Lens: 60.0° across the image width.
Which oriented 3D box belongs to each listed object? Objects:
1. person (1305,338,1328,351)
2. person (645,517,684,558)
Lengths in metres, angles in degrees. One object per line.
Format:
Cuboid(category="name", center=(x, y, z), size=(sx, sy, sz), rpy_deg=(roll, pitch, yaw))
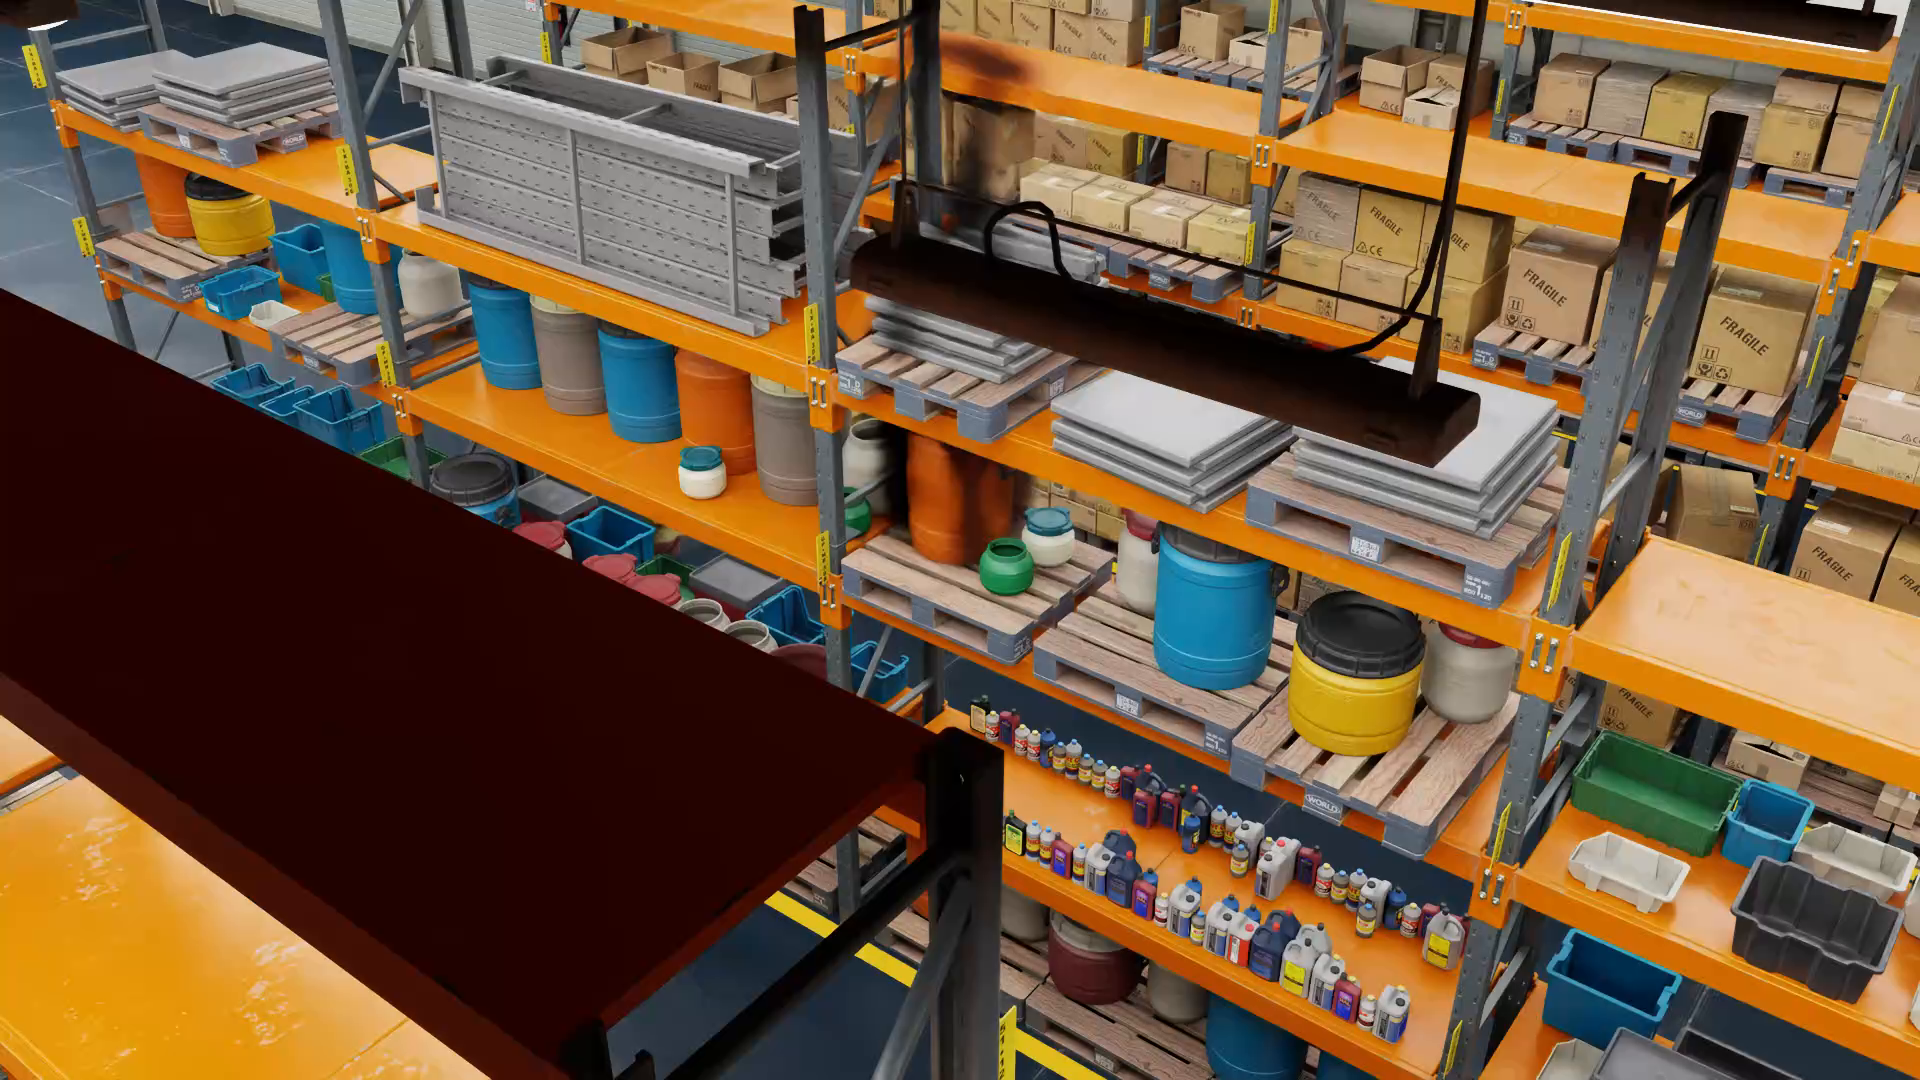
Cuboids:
Cuboid(category="person", center=(3.293, -1.275, 15.784), size=(0.815, 1.732, 0.672), rpy_deg=(18, 36, 27))
Cuboid(category="person", center=(-2.409, -0.031, 13.778), size=(0.746, 1.639, 0.587), rpy_deg=(13, 34, 20))
